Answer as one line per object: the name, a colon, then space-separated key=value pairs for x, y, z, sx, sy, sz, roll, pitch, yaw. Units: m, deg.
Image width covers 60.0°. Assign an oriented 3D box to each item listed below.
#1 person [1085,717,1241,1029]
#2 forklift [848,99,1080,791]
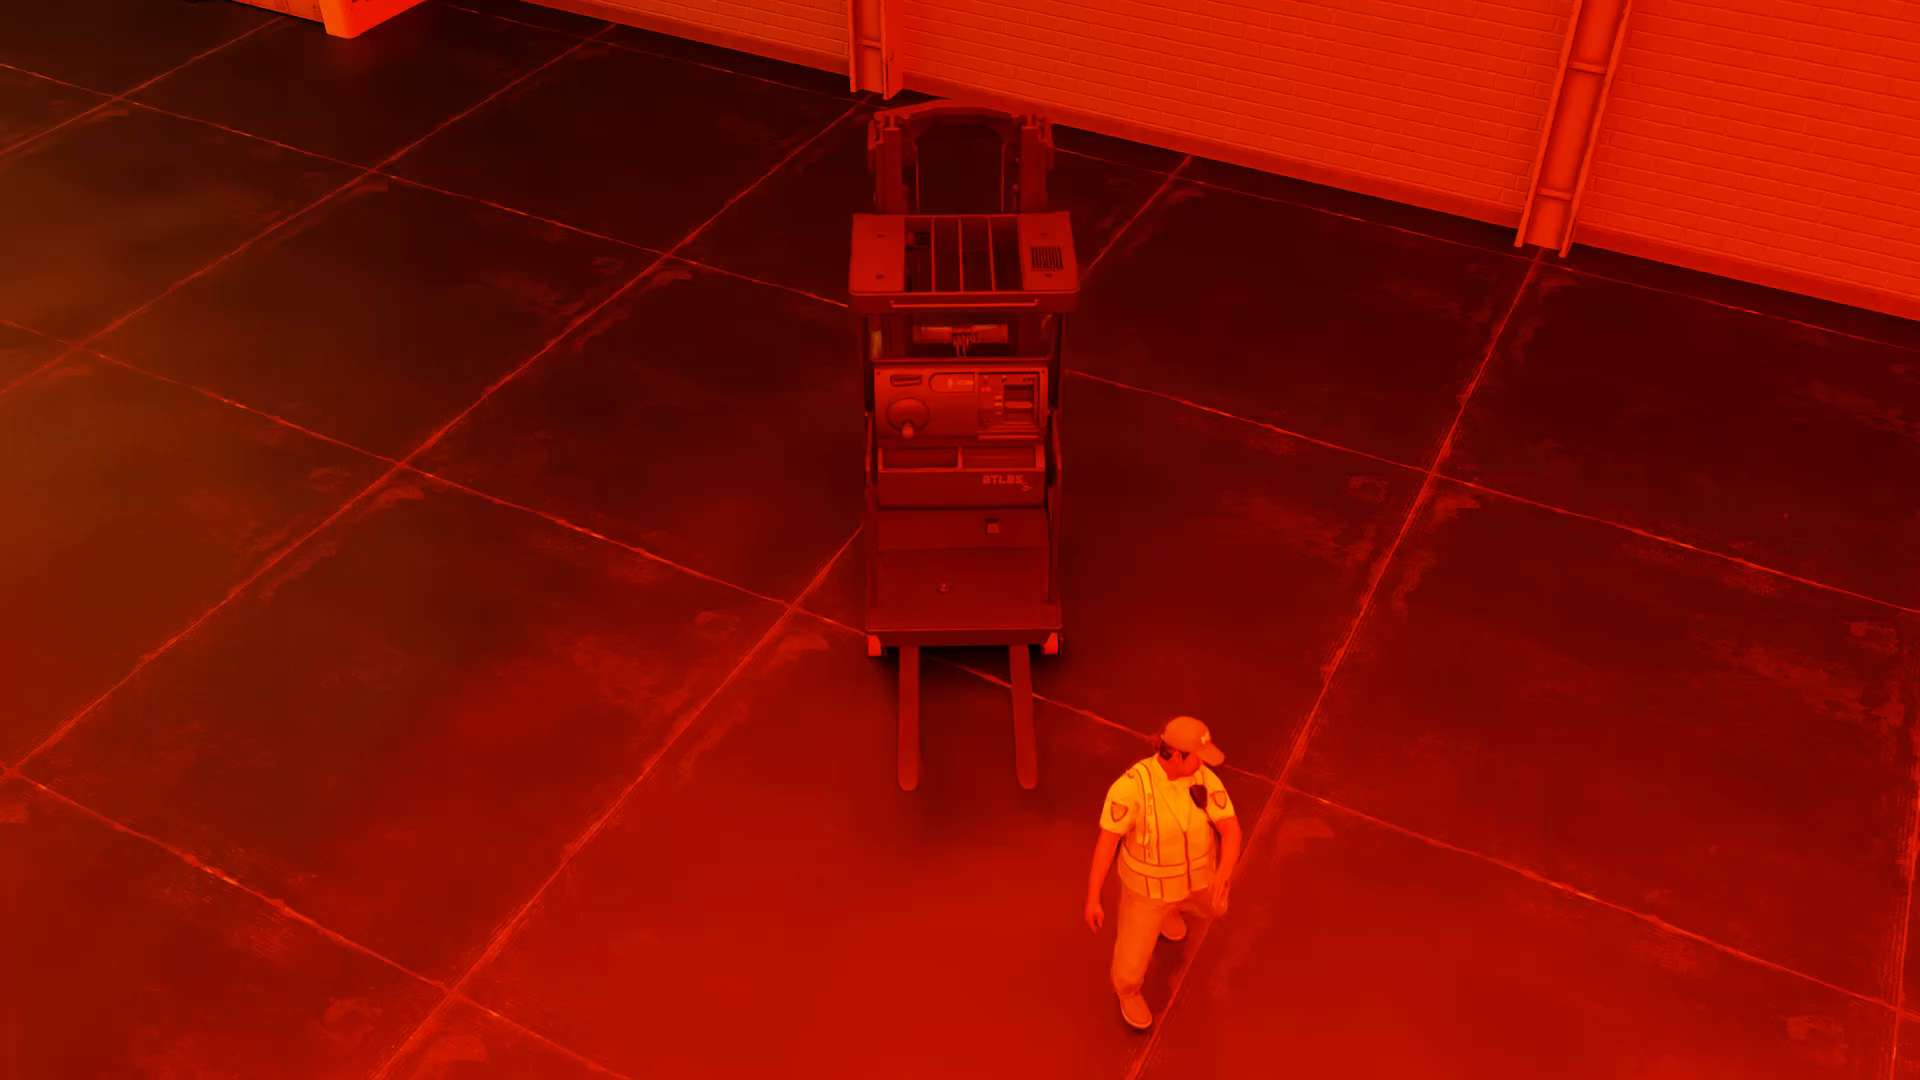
person: x=0.873 y=1.505 z=7.290 sx=0.811 sy=1.507 sz=0.801 roll=-21 pitch=44 yaw=-23
forklift: x=0.013 y=-0.663 z=8.774 sx=1.130 sy=2.935 sz=3.031 roll=-1 pitch=40 yaw=-1
